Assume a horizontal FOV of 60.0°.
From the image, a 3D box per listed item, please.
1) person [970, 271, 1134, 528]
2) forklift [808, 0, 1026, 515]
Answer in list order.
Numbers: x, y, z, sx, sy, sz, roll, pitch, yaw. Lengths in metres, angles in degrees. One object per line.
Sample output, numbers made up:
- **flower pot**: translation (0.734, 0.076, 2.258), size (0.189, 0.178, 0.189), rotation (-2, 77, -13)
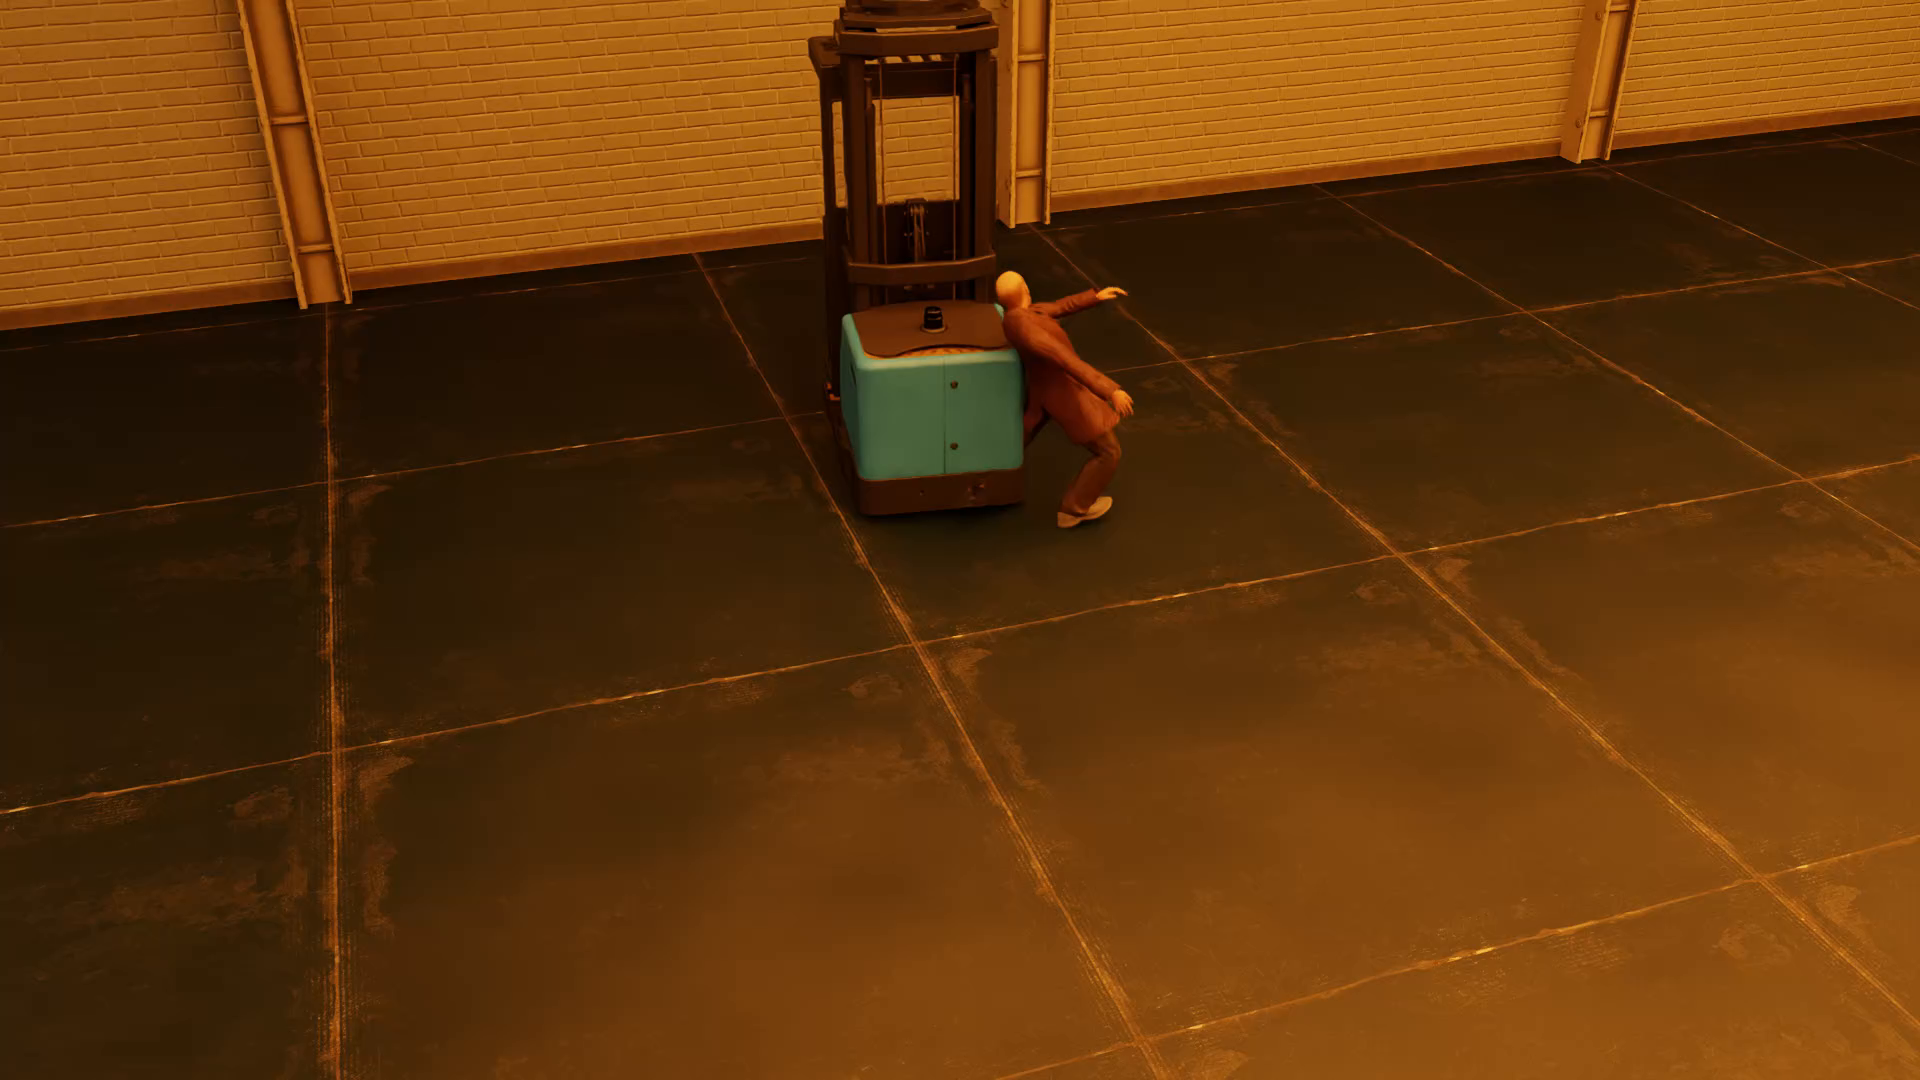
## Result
- **person**: translation (0.628, -0.807, 9.835), size (0.893, 1.565, 0.979), rotation (-21, 36, -31)
- **forklift**: translation (-0.357, -2.138, 10.802), size (1.130, 2.935, 3.031), rotation (-5, 30, -9)
